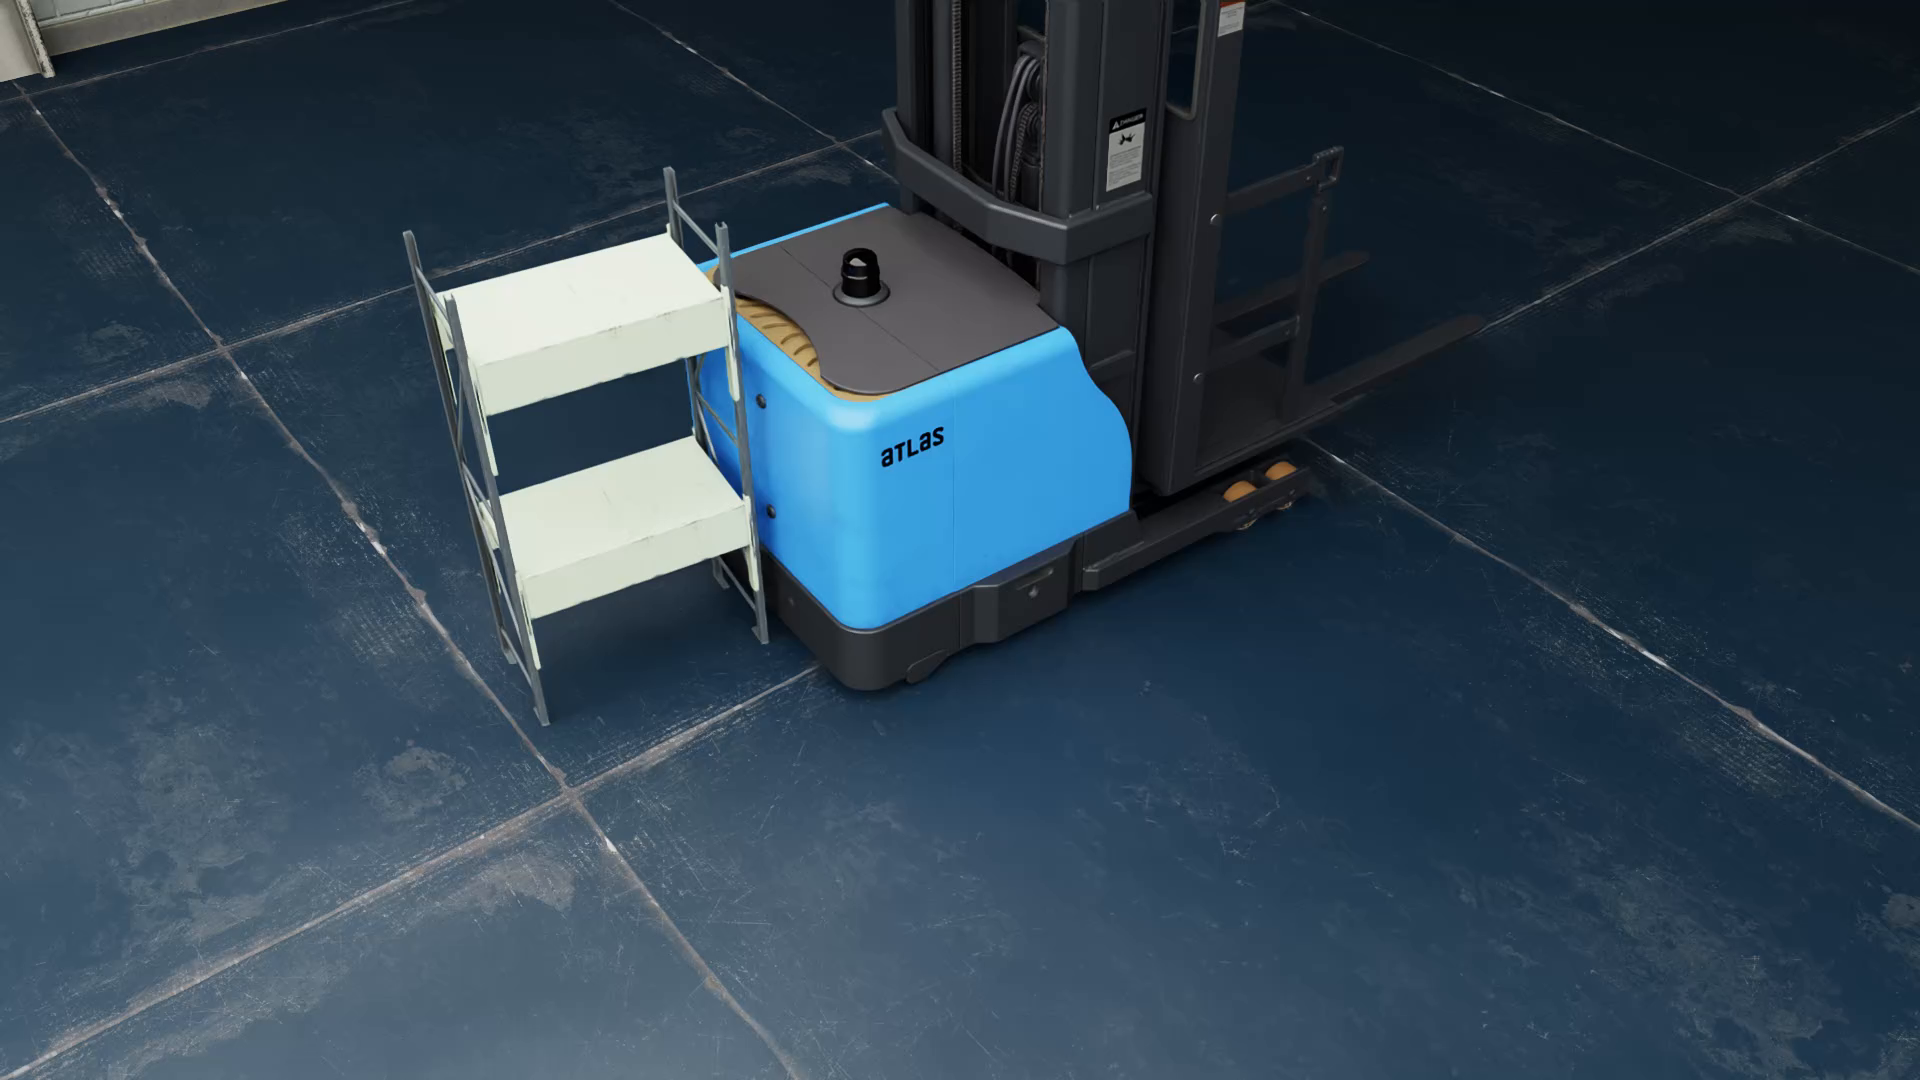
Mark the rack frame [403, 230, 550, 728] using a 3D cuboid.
[{"bbox_3d":[-1.357,-0.123,4.717,0.023,1.500,0.400,-20,43,-23],"label":"rack frame"}]

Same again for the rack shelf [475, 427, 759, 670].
[{"bbox_3d":[-1.040,0.014,5.065,0.720,0.370,0.431,-20,43,-23],"label":"rack shelf"}]

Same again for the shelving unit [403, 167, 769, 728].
[{"bbox_3d":[-1.040,-0.238,4.858,0.755,1.500,0.431,-20,43,-23],"label":"shelving unit"}]

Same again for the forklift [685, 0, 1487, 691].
[{"bbox_3d":[0.616,-1.420,5.170,3.031,2.935,1.130,-24,45,-27],"label":"forklift"}]

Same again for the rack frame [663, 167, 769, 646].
[{"bbox_3d":[-0.722,-0.354,4.999,0.023,1.500,0.400,-20,43,-23],"label":"rack frame"}]

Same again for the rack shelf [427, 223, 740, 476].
[{"bbox_3d":[-1.040,-0.540,4.610,0.720,0.370,0.431,-20,43,-23],"label":"rack shelf"}]

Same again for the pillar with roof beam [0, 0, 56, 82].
[{"bbox_3d":[-2.366,-3.752,3.229,0.400,9.000,9.100,-26,46,-28],"label":"pillar with roof beam"}]
